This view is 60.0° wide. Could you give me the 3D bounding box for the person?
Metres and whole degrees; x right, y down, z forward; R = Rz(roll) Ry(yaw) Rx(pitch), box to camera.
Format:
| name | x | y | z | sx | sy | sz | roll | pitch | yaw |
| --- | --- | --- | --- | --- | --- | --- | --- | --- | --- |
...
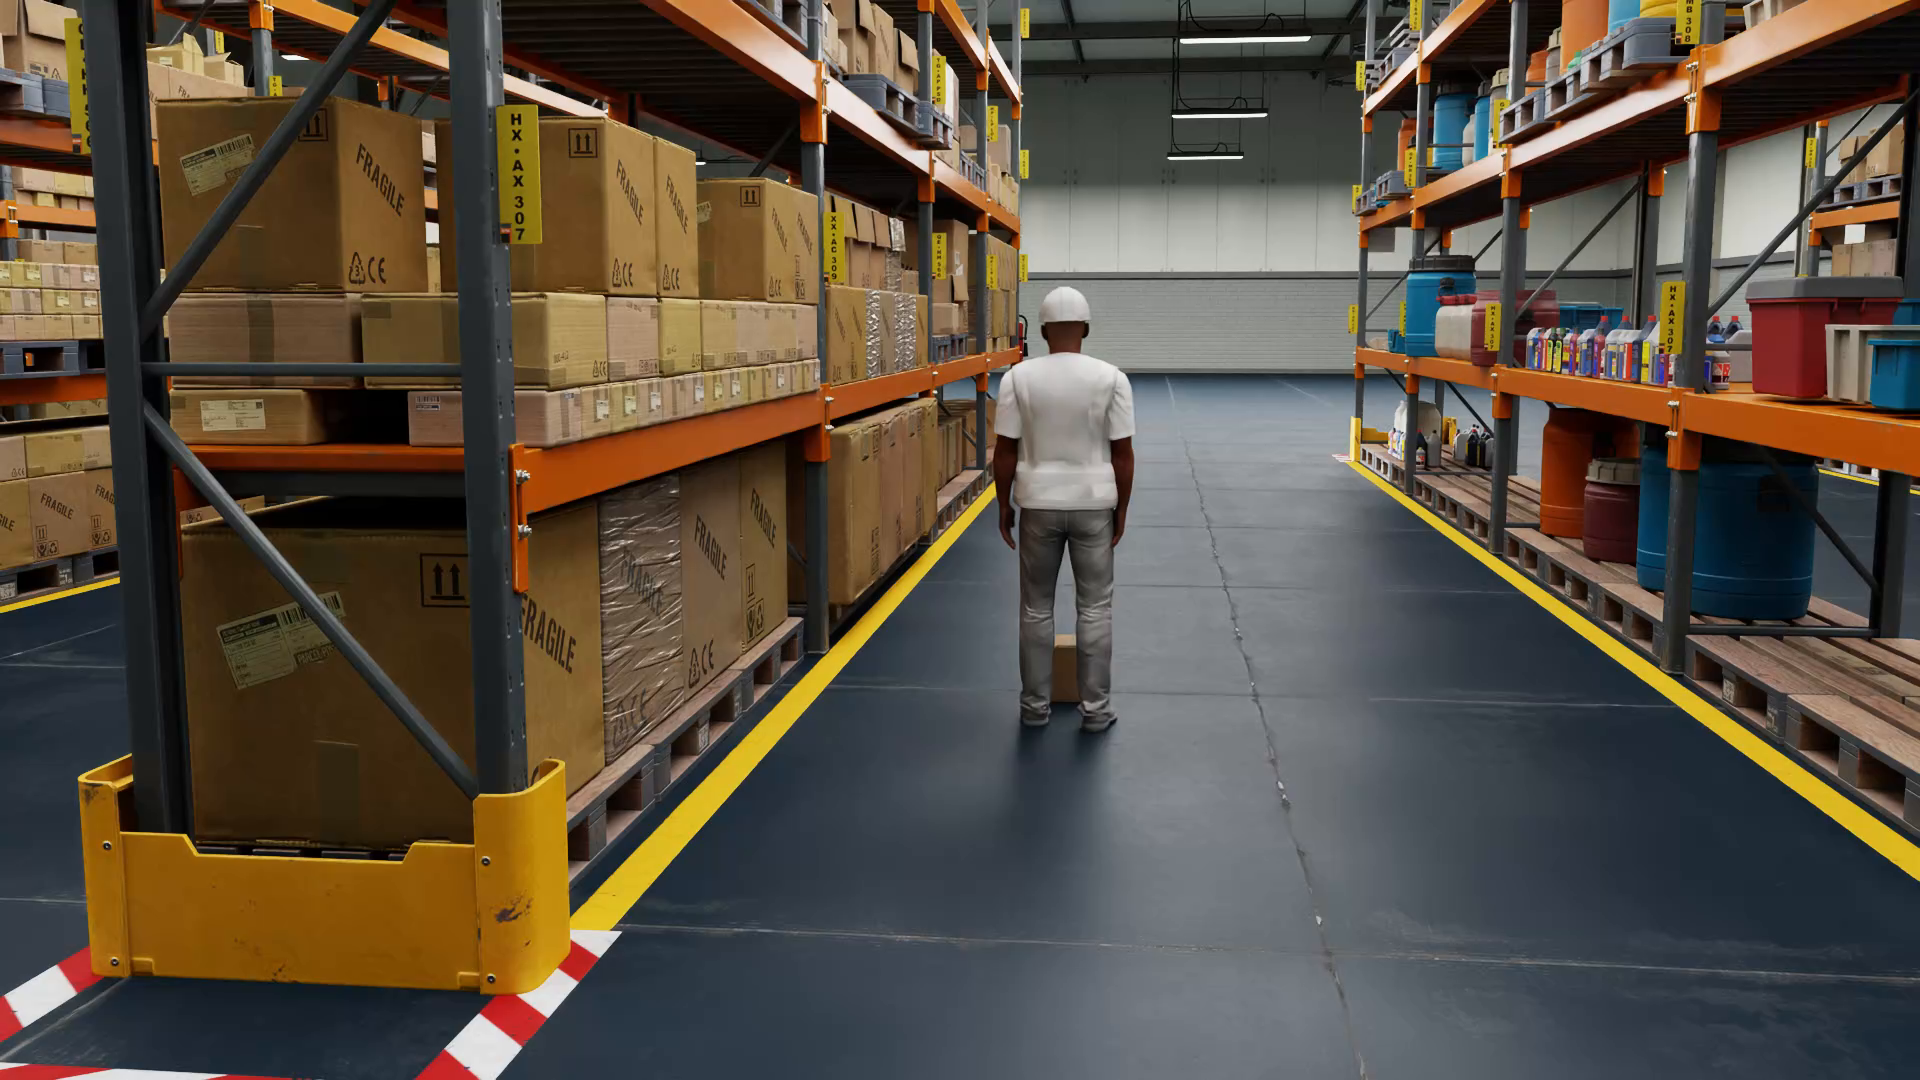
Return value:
| name | x | y | z | sx | sy | sz | roll | pitch | yaw |
| --- | --- | --- | --- | --- | --- | --- | --- | --- | --- |
| person | 0.418 | -0.126 | 6.681 | 0.563 | 1.761 | 0.375 | 1 | 8 | 8 |
